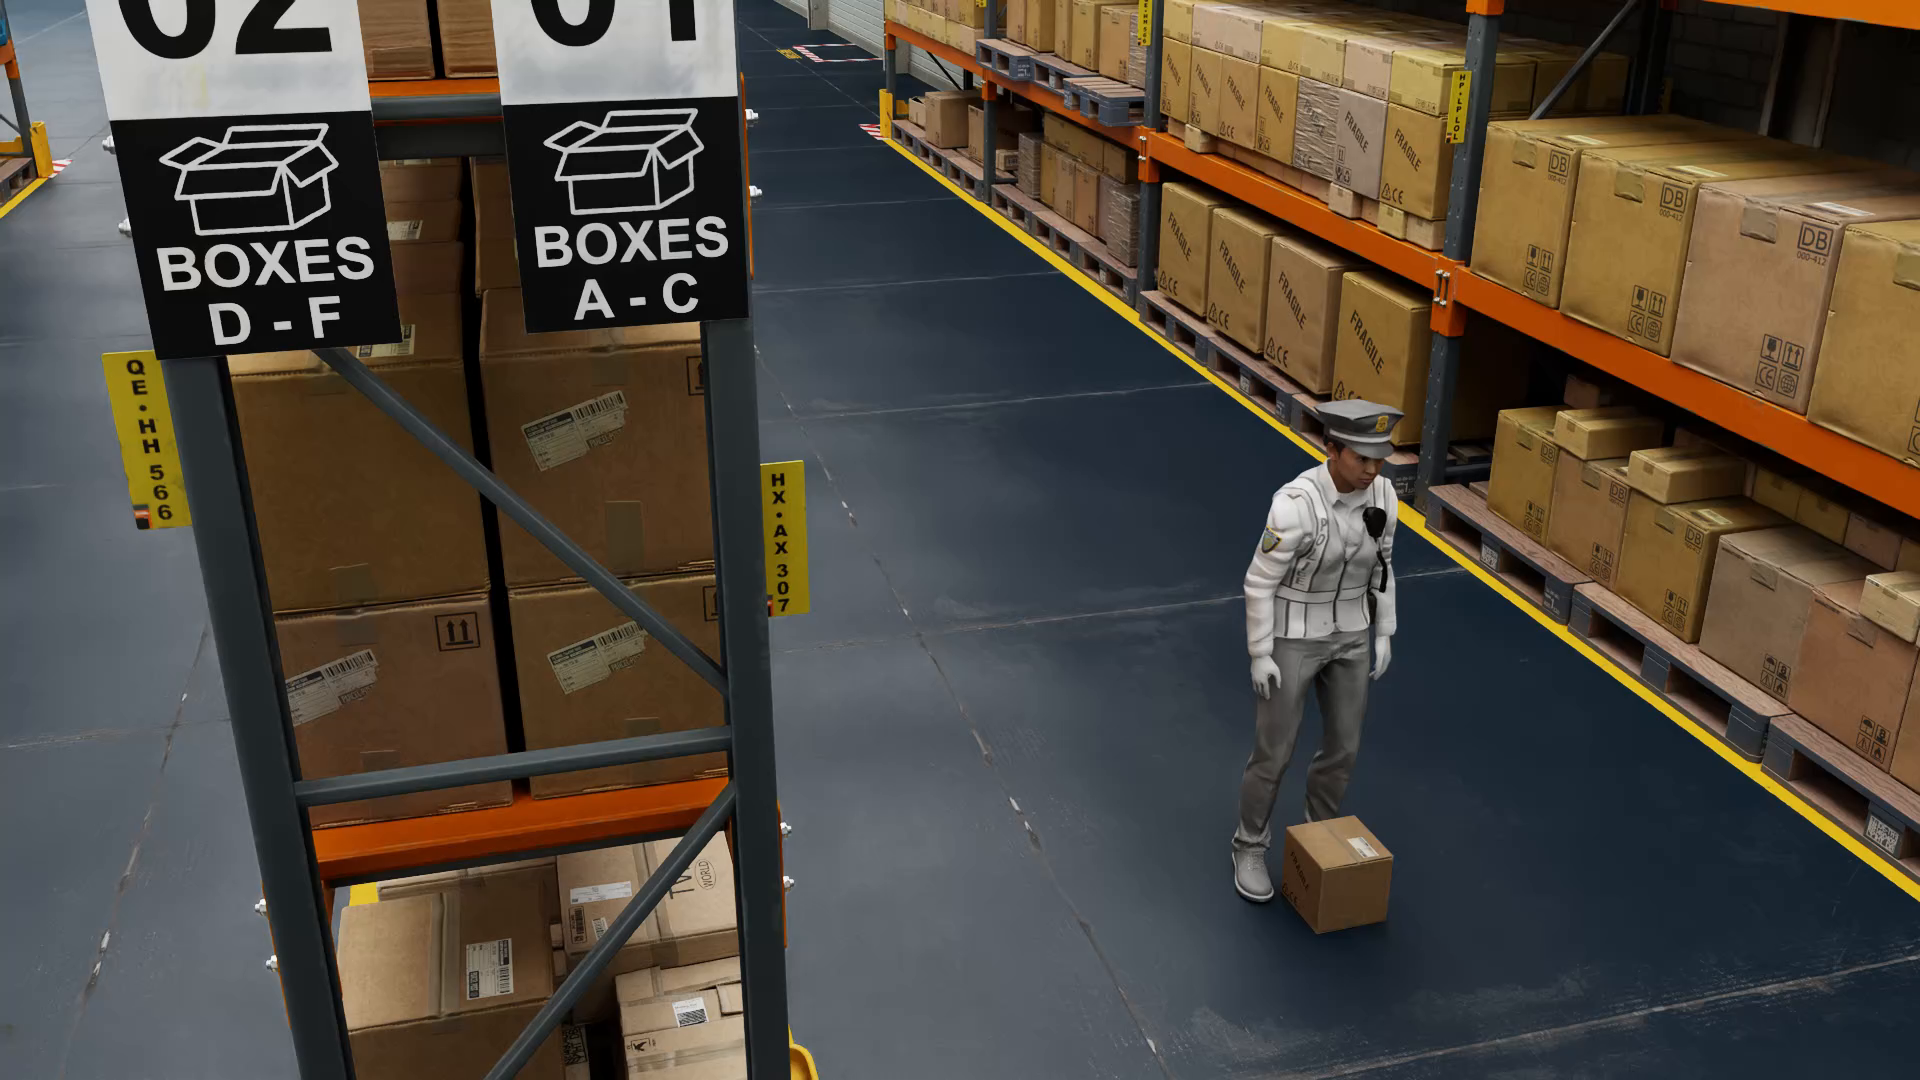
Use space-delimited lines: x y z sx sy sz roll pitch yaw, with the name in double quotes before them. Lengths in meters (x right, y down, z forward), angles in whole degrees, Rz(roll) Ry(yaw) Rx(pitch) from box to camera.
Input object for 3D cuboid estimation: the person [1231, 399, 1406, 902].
"person" 1.147 0.336 5.302 0.545 1.663 0.376 -8 24 -18
